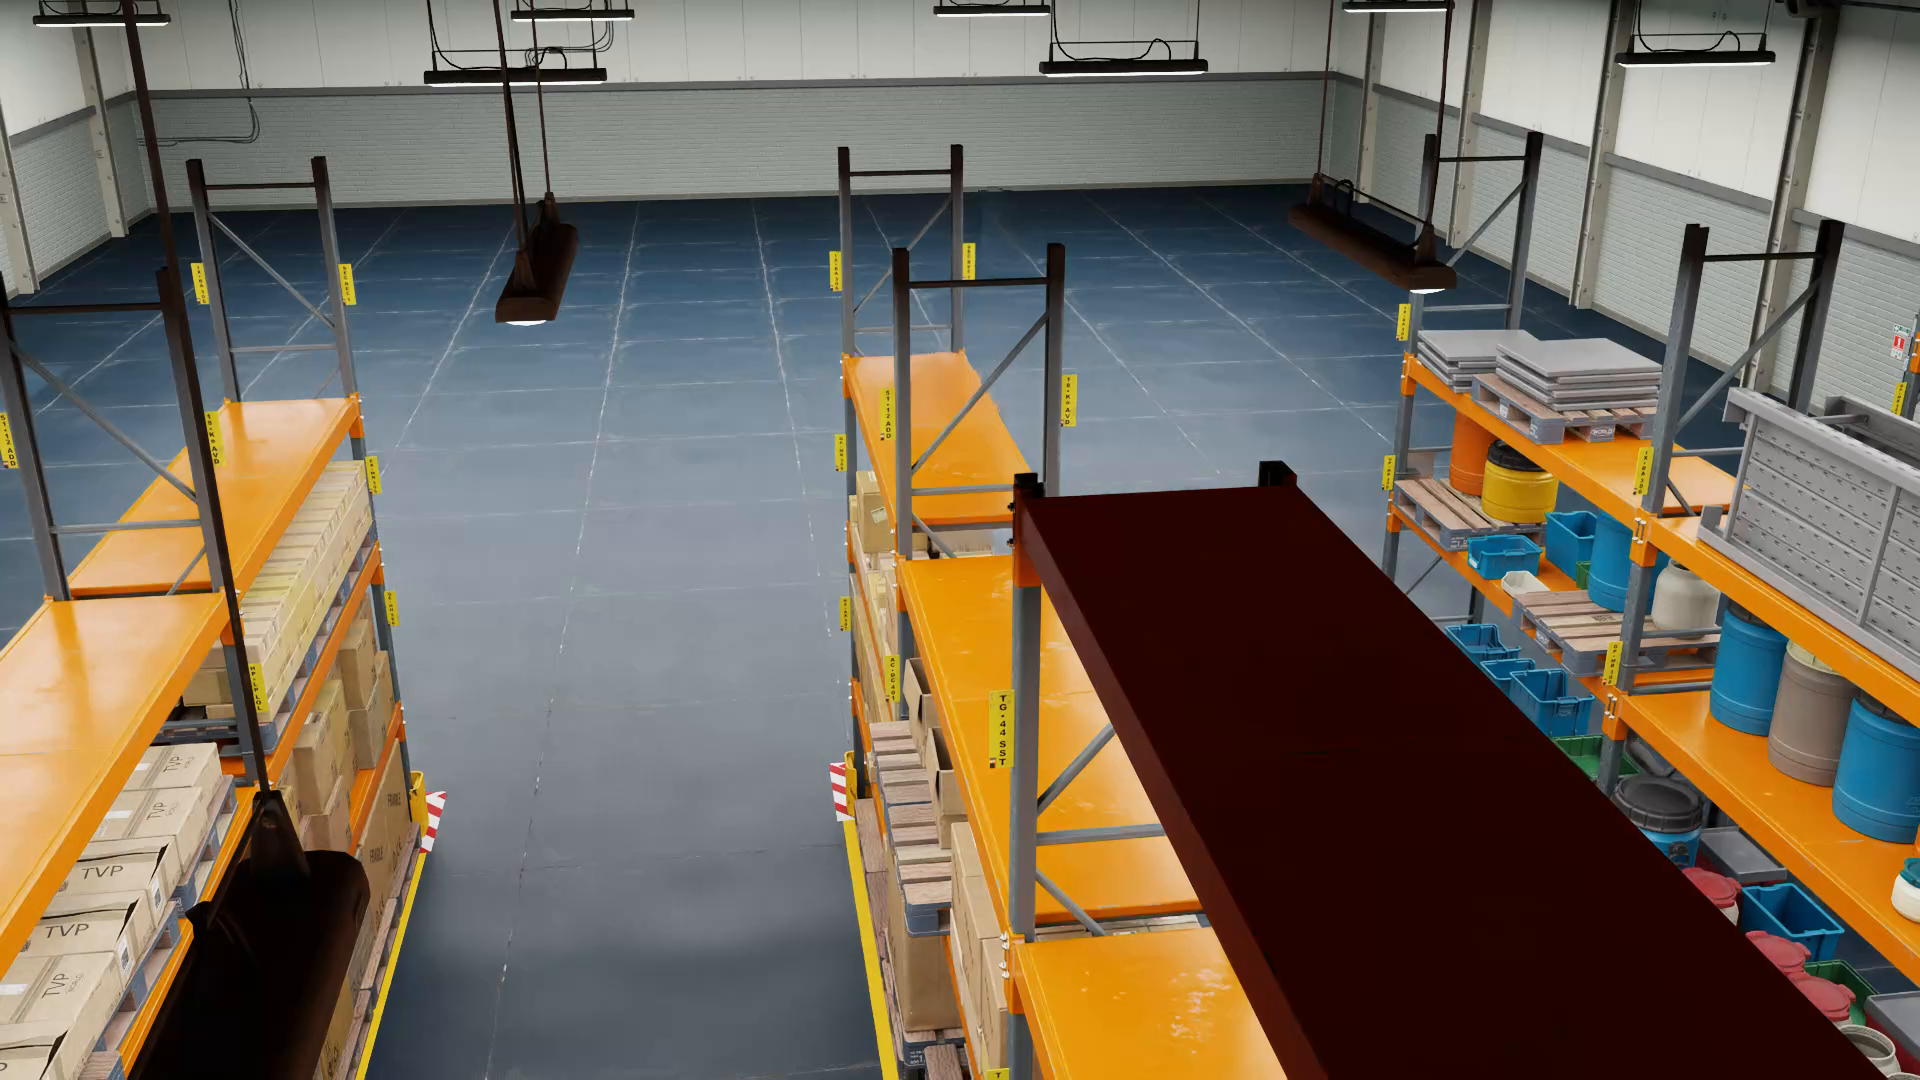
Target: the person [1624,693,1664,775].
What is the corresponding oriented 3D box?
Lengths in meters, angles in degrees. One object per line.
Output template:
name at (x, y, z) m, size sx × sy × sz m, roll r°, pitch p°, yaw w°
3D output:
person at (6.360, 1.614, 15.462) m, size 0.544 × 1.603 × 0.800 m, roll -6°, pitch 22°, yaw -15°
